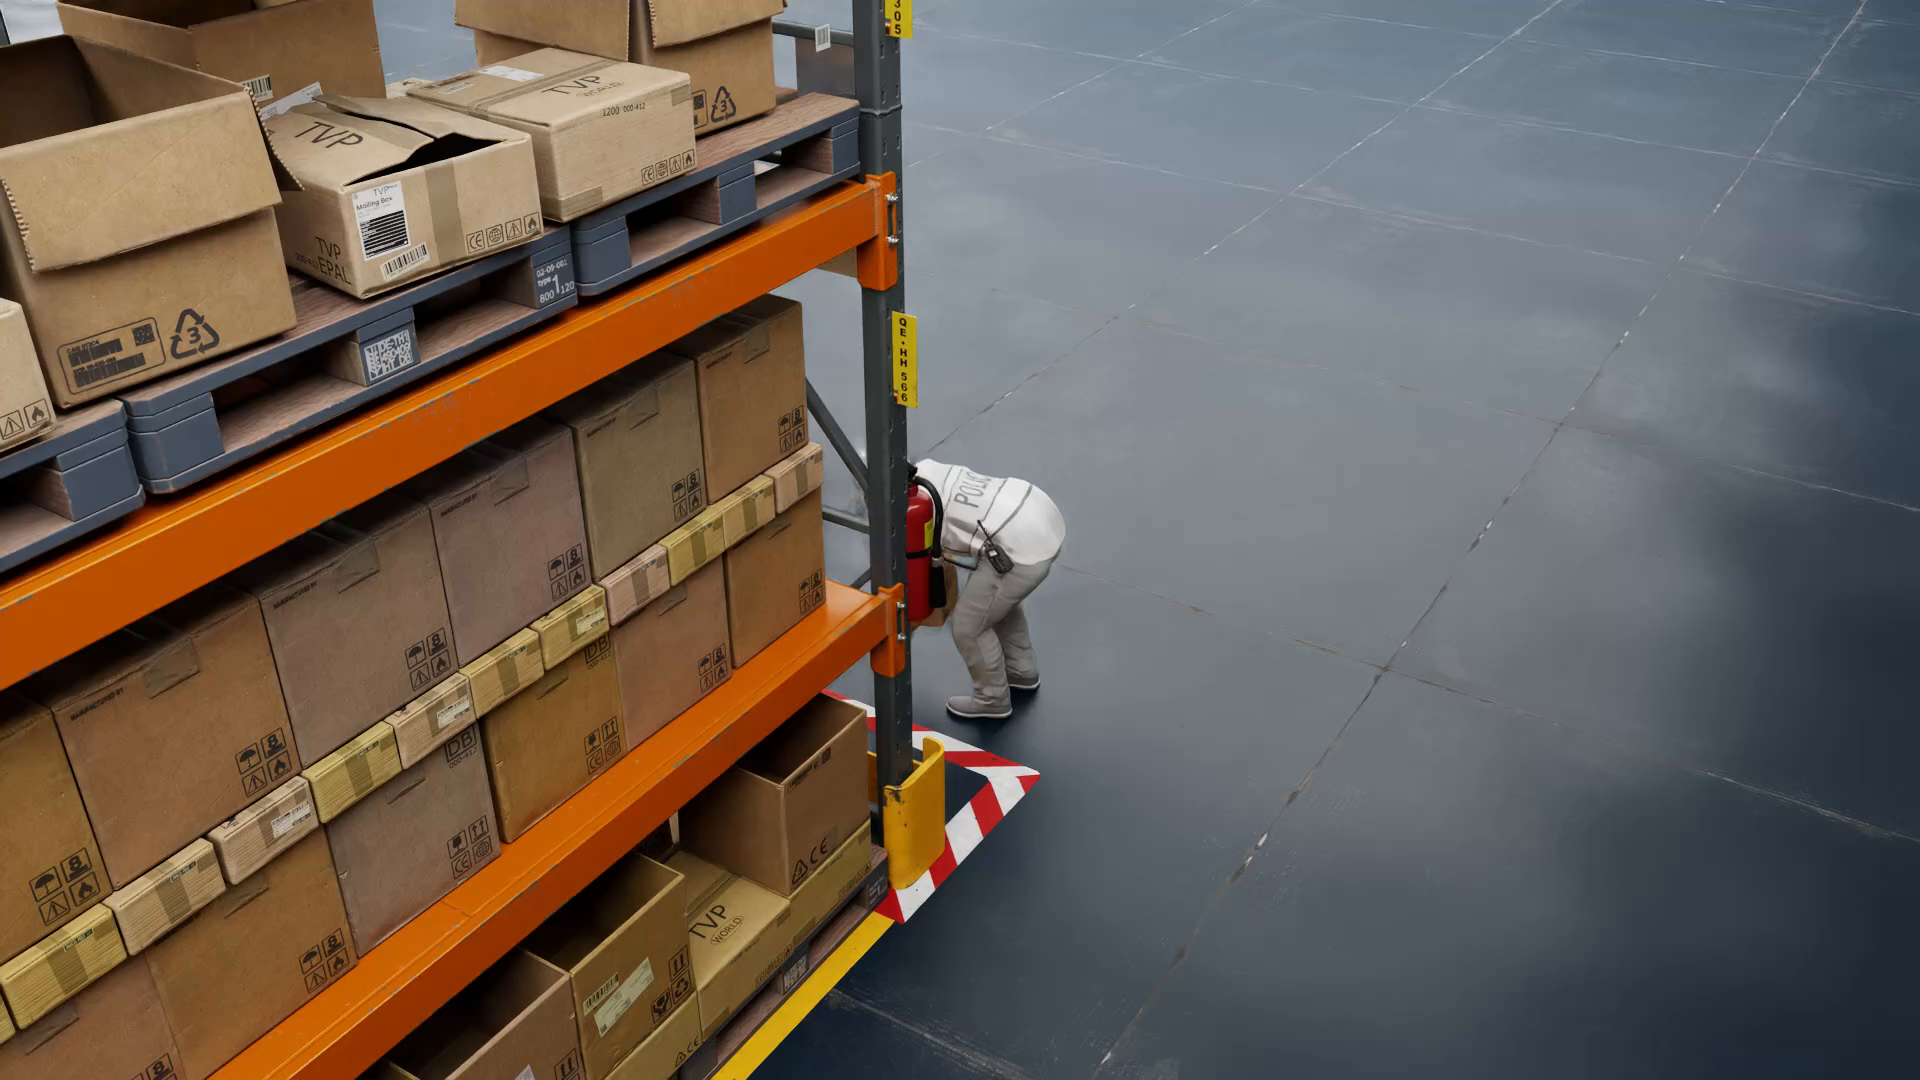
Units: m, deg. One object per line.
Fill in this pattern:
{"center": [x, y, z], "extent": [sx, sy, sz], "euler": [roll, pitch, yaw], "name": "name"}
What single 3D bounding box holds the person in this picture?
{"center": [-0.011, 0.179, 7.285], "extent": [0.921, 1.204, 0.465], "euler": [9, 32, 15], "name": "person"}
